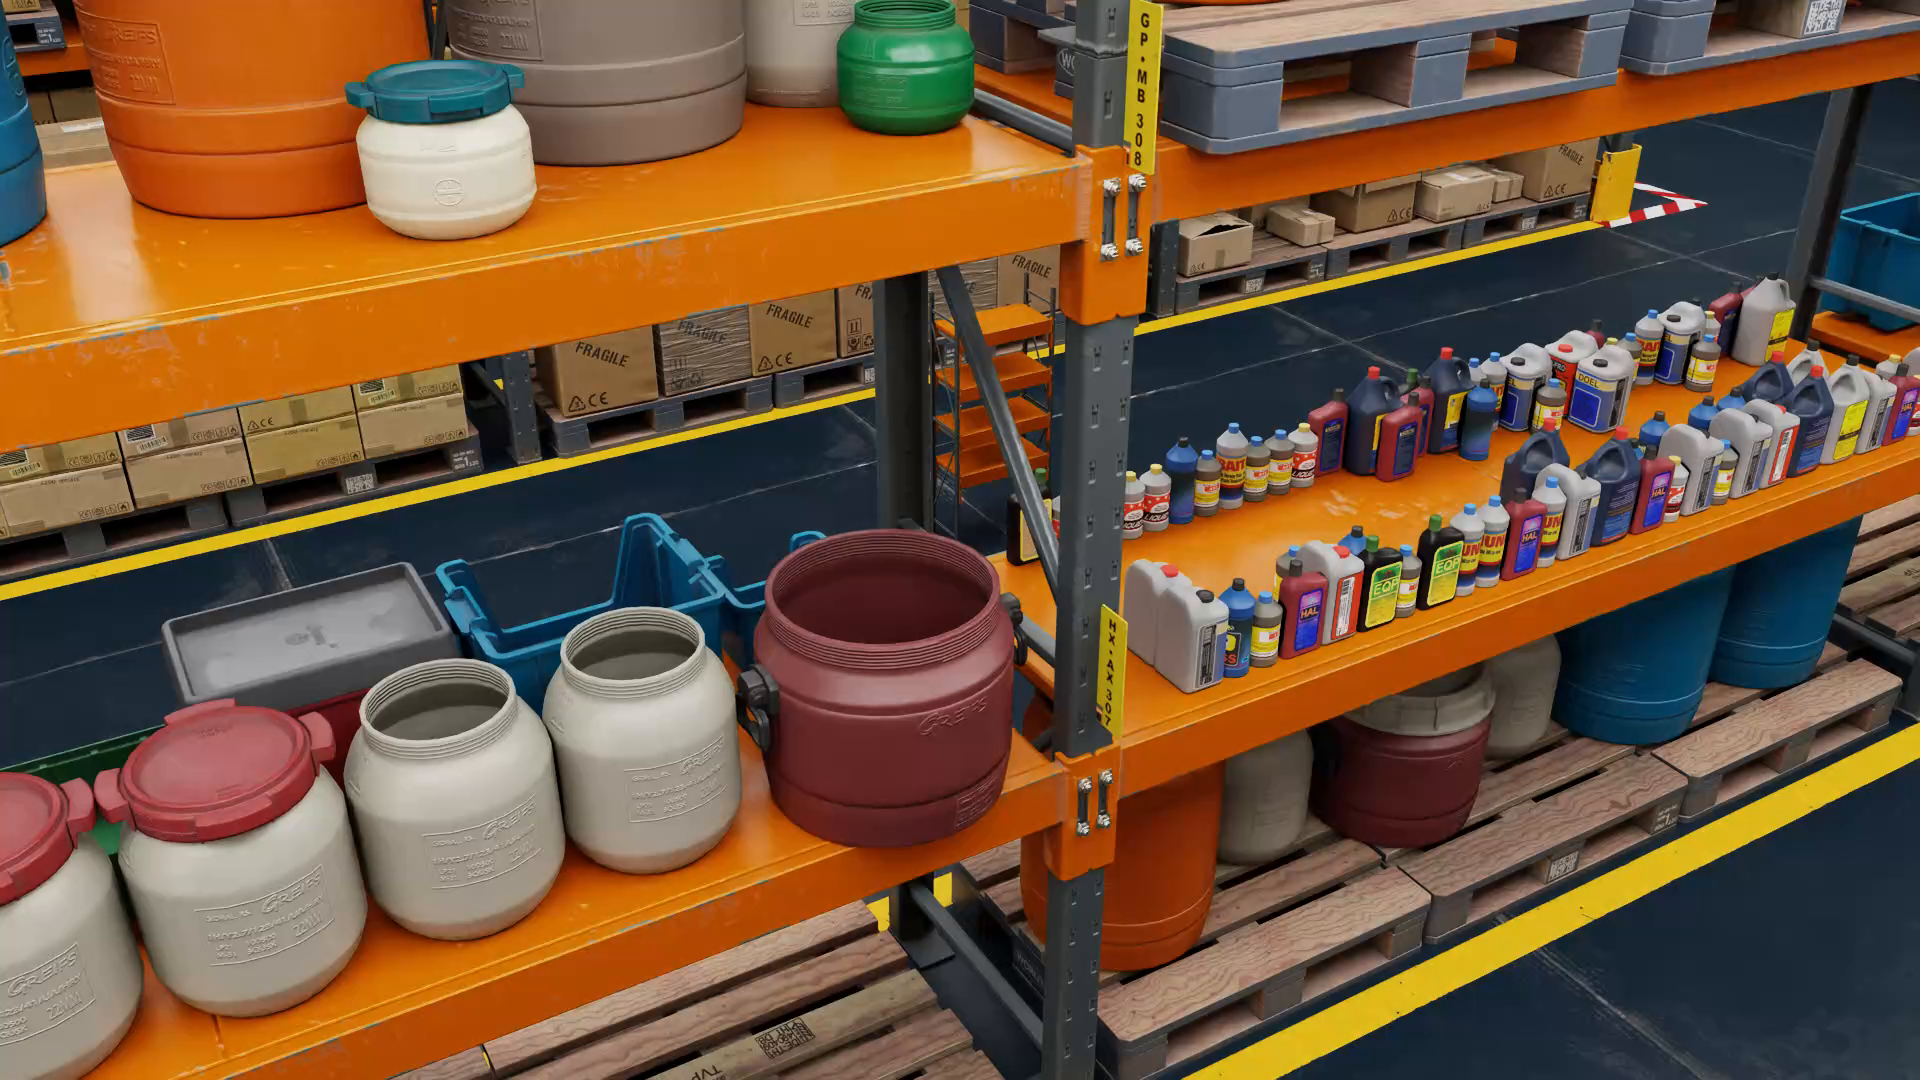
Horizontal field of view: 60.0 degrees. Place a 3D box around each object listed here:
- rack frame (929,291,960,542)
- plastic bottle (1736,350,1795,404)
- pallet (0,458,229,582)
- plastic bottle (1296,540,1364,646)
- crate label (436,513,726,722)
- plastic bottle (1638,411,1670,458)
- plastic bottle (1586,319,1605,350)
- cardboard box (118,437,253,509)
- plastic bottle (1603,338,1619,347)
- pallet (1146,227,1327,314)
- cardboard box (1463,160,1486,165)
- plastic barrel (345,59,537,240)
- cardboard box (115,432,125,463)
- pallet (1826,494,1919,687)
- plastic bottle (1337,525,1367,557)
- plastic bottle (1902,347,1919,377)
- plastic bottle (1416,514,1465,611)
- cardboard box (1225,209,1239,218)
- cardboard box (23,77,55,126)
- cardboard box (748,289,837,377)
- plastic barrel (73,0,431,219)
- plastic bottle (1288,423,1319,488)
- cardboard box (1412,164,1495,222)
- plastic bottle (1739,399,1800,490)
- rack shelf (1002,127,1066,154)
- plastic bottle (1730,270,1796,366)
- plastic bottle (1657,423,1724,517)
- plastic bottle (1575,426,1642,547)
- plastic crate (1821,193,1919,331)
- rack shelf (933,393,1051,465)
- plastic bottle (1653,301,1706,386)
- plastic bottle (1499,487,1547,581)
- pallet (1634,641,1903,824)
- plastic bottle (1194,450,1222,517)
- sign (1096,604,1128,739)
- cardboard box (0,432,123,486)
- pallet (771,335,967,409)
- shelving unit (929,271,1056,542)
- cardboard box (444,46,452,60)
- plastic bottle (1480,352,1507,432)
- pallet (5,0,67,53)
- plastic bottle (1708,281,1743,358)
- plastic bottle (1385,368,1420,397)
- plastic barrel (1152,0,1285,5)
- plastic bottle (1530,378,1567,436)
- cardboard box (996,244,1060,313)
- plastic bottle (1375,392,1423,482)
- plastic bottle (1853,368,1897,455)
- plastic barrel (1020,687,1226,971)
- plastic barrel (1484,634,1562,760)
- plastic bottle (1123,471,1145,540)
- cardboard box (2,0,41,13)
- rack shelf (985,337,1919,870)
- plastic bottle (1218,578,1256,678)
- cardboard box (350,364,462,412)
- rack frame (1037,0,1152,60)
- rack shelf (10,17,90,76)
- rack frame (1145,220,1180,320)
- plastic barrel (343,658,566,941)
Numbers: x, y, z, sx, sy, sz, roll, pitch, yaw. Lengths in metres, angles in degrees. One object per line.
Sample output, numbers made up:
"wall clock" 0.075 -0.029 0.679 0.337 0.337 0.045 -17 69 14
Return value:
"rack frame" -0.068 -0.506 7.425 0.015 1.200 0.240 -16 33 -26
"plastic bottle" 2.661 -0.455 5.522 0.185 0.351 0.144 -16 33 -26
"pallet" -4.215 -0.206 7.905 1.213 0.211 1.003 -16 33 -26
"plastic bottle" 1.007 0.125 4.547 0.135 0.276 0.152 -16 33 -26
"crate label" -0.922 0.271 4.118 0.616 0.435 0.502 -16 33 -26
"plastic bottle" 2.199 -0.281 5.288 0.097 0.271 0.097 0 29 0
"plastic bottle" 2.222 -0.643 5.931 0.133 0.283 0.061 -16 33 -26
"cardboard box" -3.642 -0.409 7.798 0.500 0.250 0.500 -15 32 -25
"plastic bottle" 2.331 -0.628 5.989 0.097 0.201 0.097 0 29 0
"pallet" 1.607 -1.835 10.856 1.213 0.211 1.003 -16 33 -26
"cardboard box" 3.419 -2.718 11.962 0.500 0.250 0.500 -16 33 -26
"plastic barrel" -0.907 -0.689 2.932 0.301 0.262 0.301 0 29 0
"cardboard box" -3.913 -0.630 8.198 0.500 0.250 0.500 -17 33 -28
"pallet" 4.135 0.201 7.167 1.213 0.211 1.003 -16 33 -26
"plastic bottle" 1.090 0.085 4.624 0.097 0.271 0.097 0 29 0
"plastic bottle" 3.344 -0.538 5.749 0.135 0.276 0.152 -16 33 -26
"plastic bottle" 1.345 0.052 4.672 0.133 0.283 0.061 -16 33 -26
"cardboard box" 1.655 -2.207 11.139 0.250 0.149 0.380 -16 33 -26
"cardboard box" -6.506 -2.959 11.362 0.500 0.250 0.500 -16 33 -27
"cardboard box" -1.014 -1.250 9.043 0.500 0.500 0.500 -16 33 -27
"plastic barrel" -1.310 -1.075 3.044 0.708 0.830 0.600 -16 33 -26
"plastic bottle" 1.099 -0.278 5.355 0.097 0.201 0.097 0 29 0
"cardboard box" 3.285 -2.400 11.385 0.500 0.250 0.500 -16 33 -26
"plastic bottle" 2.595 -0.325 5.363 0.135 0.276 0.152 -16 33 -26
"rack shelf" -0.710 -2.083 9.165 4.000 0.370 1.077 -16 33 -26
"plastic bottle" 3.018 -0.841 6.220 0.185 0.351 0.144 -16 33 -26
"plastic bottle" 2.279 -0.235 5.201 0.135 0.276 0.152 -16 33 -26
"plastic bottle" 1.944 -0.171 5.006 0.185 0.351 0.144 -16 33 -26
"plastic crate" 3.750 -1.099 6.592 0.575 0.384 0.392 -16 33 -26
"rack shelf" 0.143 -0.507 7.566 0.480 0.148 0.258 -16 33 -26
"plastic bottle" 2.613 -0.725 6.088 0.135 0.276 0.152 -16 33 -26
"plastic bottle" 1.628 -0.028 4.818 0.133 0.283 0.061 -16 33 -26
"pallet" 2.834 0.569 6.501 1.213 0.211 1.003 -16 33 -26
"plastic bottle" 0.764 -0.183 5.182 0.097 0.201 0.097 0 29 0
"sign" 0.356 0.312 3.912 0.005 0.325 0.100 -16 33 -26
"cardboard box" -4.076 -0.529 7.436 0.500 0.311 0.500 -15 32 -25
"pallet" -0.721 -1.152 9.618 1.213 0.211 1.003 -16 33 -26
"shelving unit" 0.143 -0.566 7.534 0.503 1.200 0.258 -16 33 -26
"cardboard box" -4.247 -3.339 12.487 0.750 0.750 0.750 -16 33 -27
"plastic bottle" 1.816 -0.512 5.707 0.097 0.271 0.097 0 29 0
"pallet" -6.633 -3.386 10.979 1.213 0.211 1.003 -16 33 -26
"plastic bottle" 2.873 -0.828 6.266 0.133 0.283 0.061 -16 33 -26
"plastic bottle" 1.464 -0.428 5.541 0.133 0.283 0.061 -16 33 -26
"plastic barrel" 0.563 -1.667 3.683 0.708 0.830 0.600 -16 33 -26
"plastic bottle" 2.009 -0.451 5.669 0.097 0.201 0.097 0 29 0
"cardboard box" 0.303 -1.628 9.728 0.500 0.500 0.500 -16 33 -26
"plastic bottle" 1.422 -0.335 5.373 0.133 0.283 0.061 -16 33 -26
"plastic bottle" 3.029 -0.449 5.587 0.135 0.276 0.152 -16 33 -26
"plastic barrel" 0.485 0.795 5.016 0.708 0.830 0.600 -16 33 -26
"plastic barrel" 1.900 0.482 5.912 0.421 0.512 0.421 0 29 0
"plastic bottle" 0.512 -0.111 5.053 0.097 0.201 0.097 0 29 0
"cardboard box" -6.410 -3.774 10.926 0.500 0.500 0.700 -16 33 -26
"rack shelf" 1.796 -0.019 5.424 4.000 0.370 1.077 -16 33 -26
"plastic bottle" 0.722 0.224 4.373 0.097 0.271 0.097 0 29 0
"cardboard box" -2.761 -0.903 8.113 0.500 0.311 0.500 -15 32 -25
"rack frame" 0.072 -2.471 2.914 0.127 3.000 1.000 -16 33 -26
"rack shelf" -6.672 -3.167 11.129 4.000 0.370 1.077 -16 33 -26
"rack frame" 1.014 -2.888 9.878 0.127 3.000 1.000 -16 33 -26
"plastic barrel" -1.070 0.551 3.532 0.421 0.512 0.421 0 29 0
